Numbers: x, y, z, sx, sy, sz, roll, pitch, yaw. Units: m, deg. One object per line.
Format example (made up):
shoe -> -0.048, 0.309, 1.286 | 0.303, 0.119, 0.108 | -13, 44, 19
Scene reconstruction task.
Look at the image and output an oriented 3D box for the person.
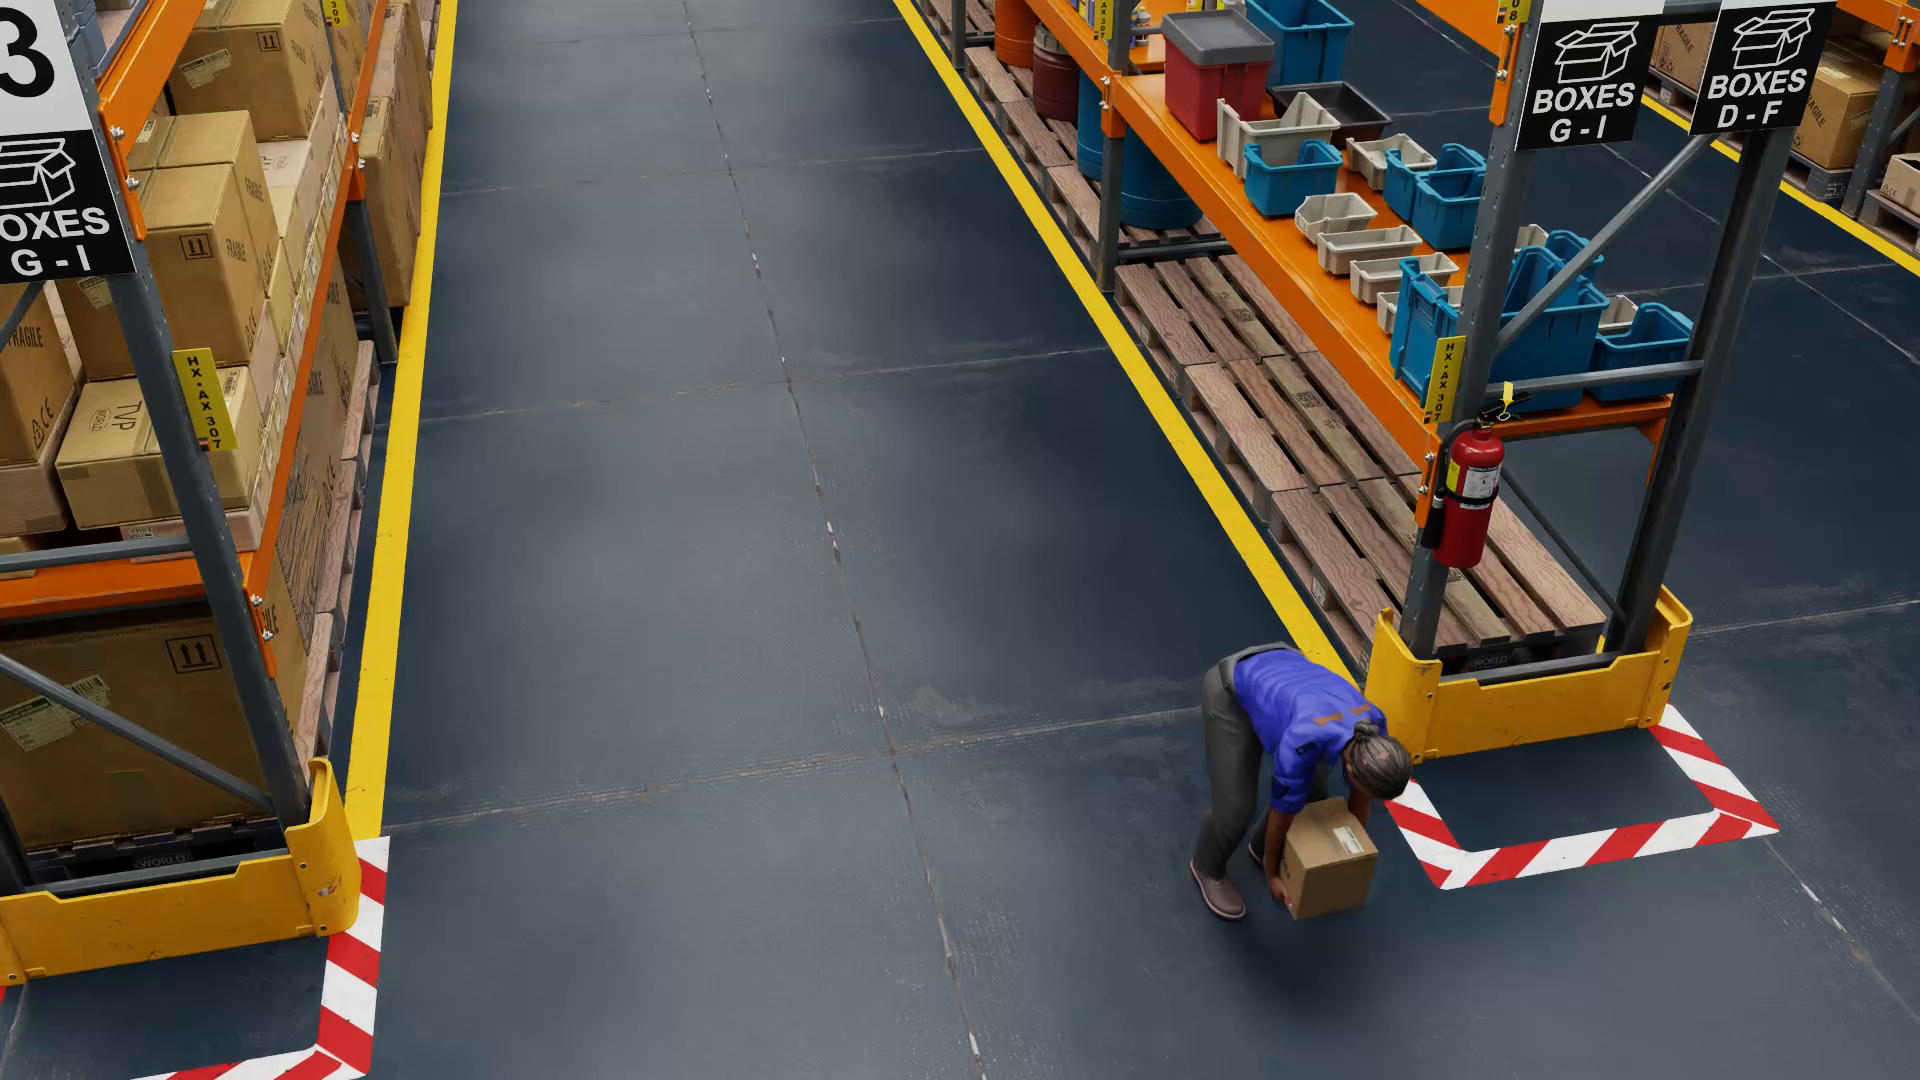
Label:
person -> 1.096, 0.860, 5.386 | 0.422, 1.111, 0.867 | -14, 37, -20
